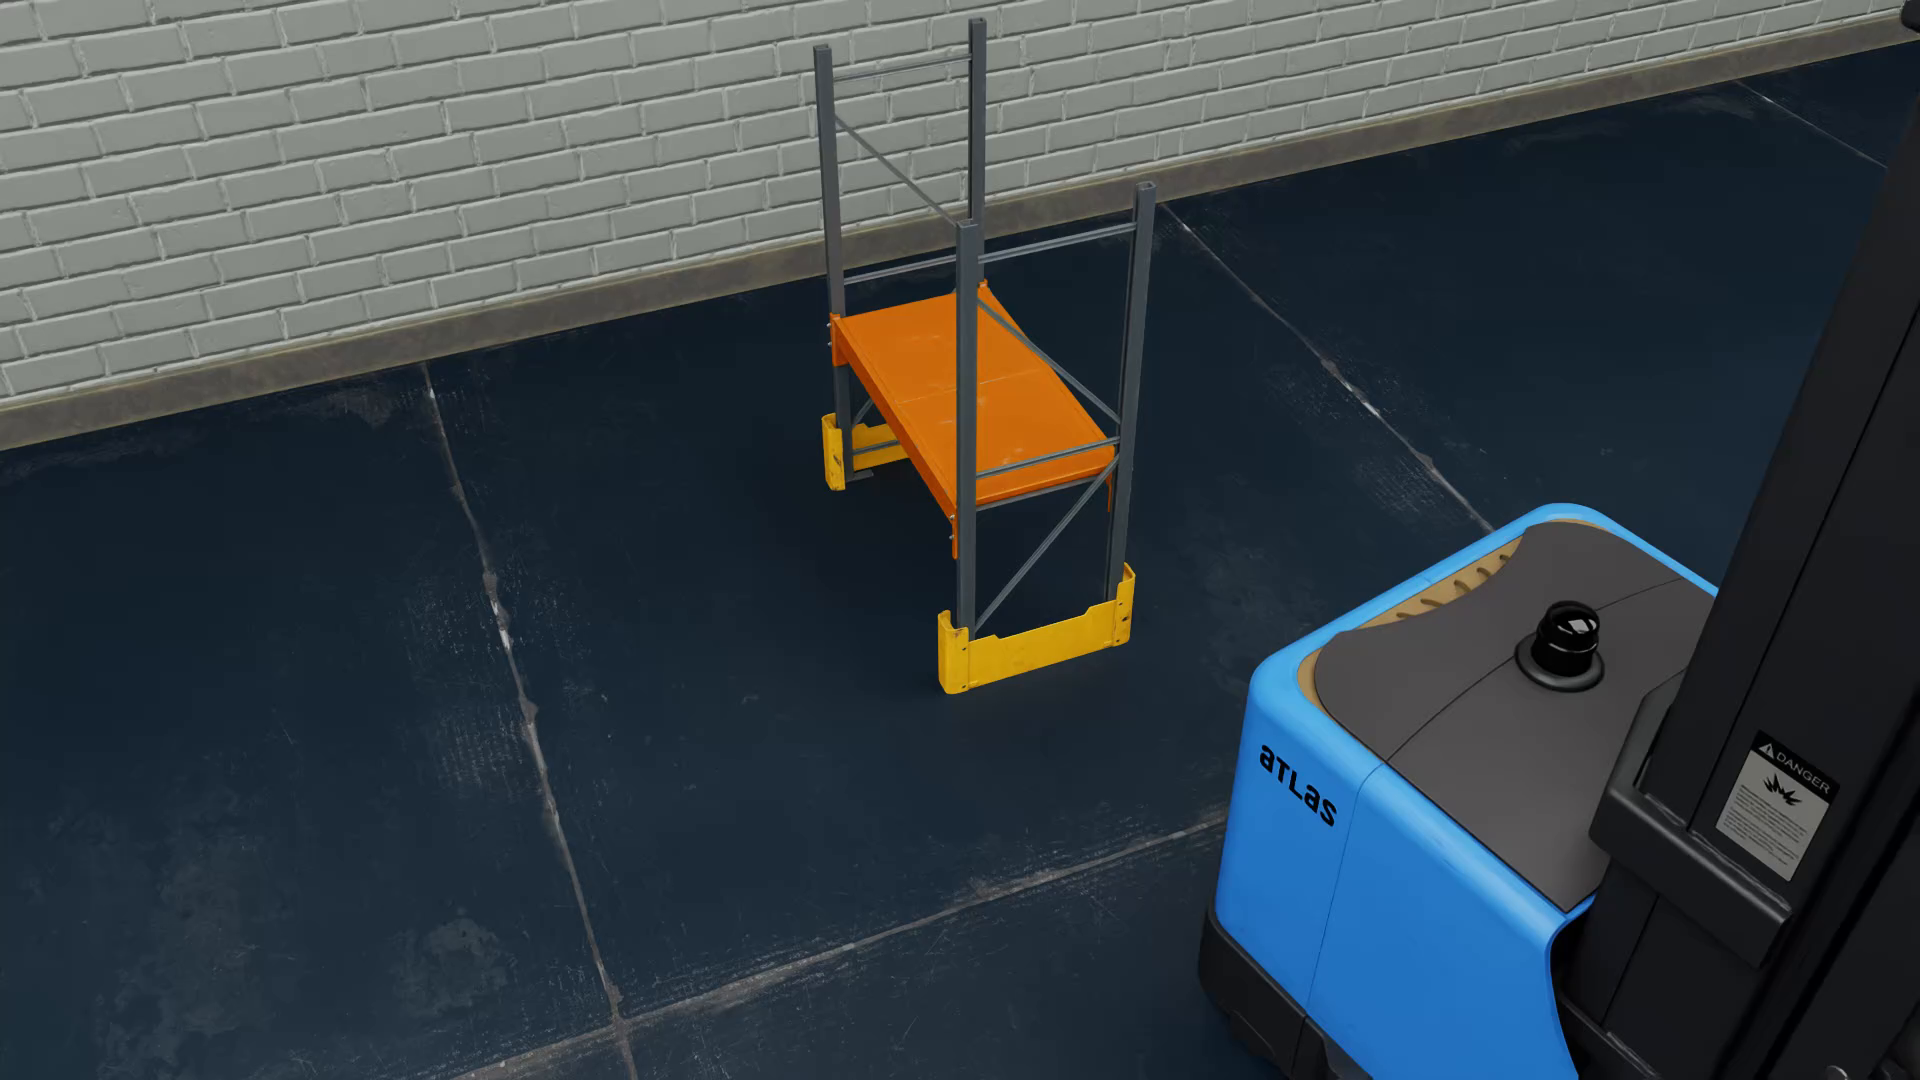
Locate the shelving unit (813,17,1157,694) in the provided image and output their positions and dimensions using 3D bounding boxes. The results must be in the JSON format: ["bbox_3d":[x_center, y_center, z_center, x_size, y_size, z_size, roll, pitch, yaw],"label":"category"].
[{"bbox_3d":[0.029,-0.523,4.708,0.587,1.500,1.083,-15,43,-17],"label":"shelving unit"}]

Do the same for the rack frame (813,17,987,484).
[{"bbox_3d":[-0.162,-0.823,5.057,0.500,1.500,0.032,-15,43,-17],"label":"rack frame"}]

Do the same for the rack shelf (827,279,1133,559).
[{"bbox_3d":[0.033,-0.381,4.818,0.538,0.185,1.000,-15,43,-17],"label":"rack shelf"}]

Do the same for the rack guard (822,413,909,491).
[{"bbox_3d":[-0.161,-0.349,5.464,0.587,0.250,0.087,-15,43,-17],"label":"rack guard"}]

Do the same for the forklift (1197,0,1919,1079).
[{"bbox_3d":[1.824,0.561,2.350,1.130,2.935,3.031,-25,46,-26],"label":"forklift"}]

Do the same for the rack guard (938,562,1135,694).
[{"bbox_3d":[0.220,0.251,4.766,0.587,0.250,0.087,-15,43,-17],"label":"rack guard"}]

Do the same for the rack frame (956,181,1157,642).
[{"bbox_3d":[0.227,-0.211,4.345,0.500,1.500,0.032,-15,43,-17],"label":"rack frame"}]
